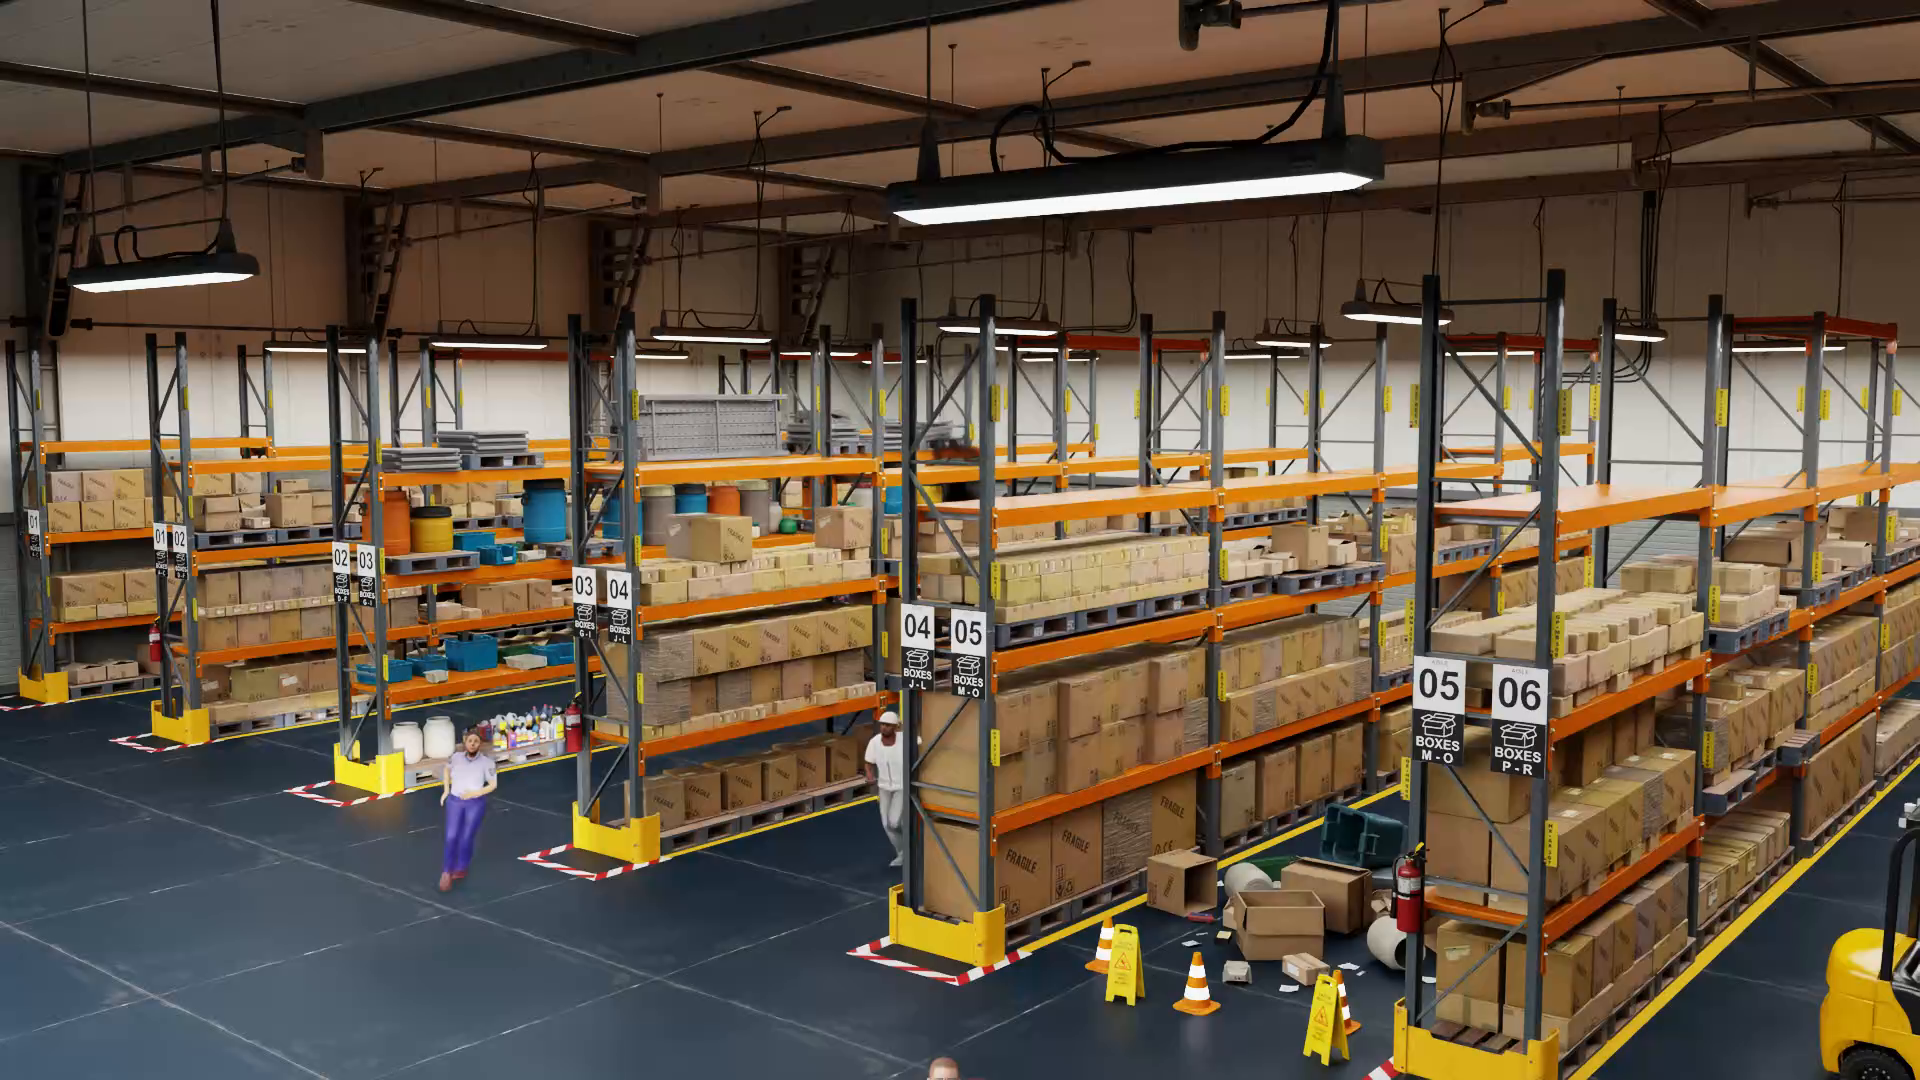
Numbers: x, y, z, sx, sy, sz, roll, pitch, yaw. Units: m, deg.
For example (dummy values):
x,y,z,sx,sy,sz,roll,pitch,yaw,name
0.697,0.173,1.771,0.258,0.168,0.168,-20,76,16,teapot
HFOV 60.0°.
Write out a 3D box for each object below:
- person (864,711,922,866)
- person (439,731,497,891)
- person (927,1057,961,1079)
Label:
x,y,z,sx,sy,sz,roll,pitch,yaw,name
-0.703,2.699,18.039,0.748,1.712,0.657,2,6,24,person
-5.128,2.789,17.349,0.593,1.599,0.671,-1,5,-9,person
-0.076,3.540,8.742,0.687,1.780,0.877,0,5,-5,person
